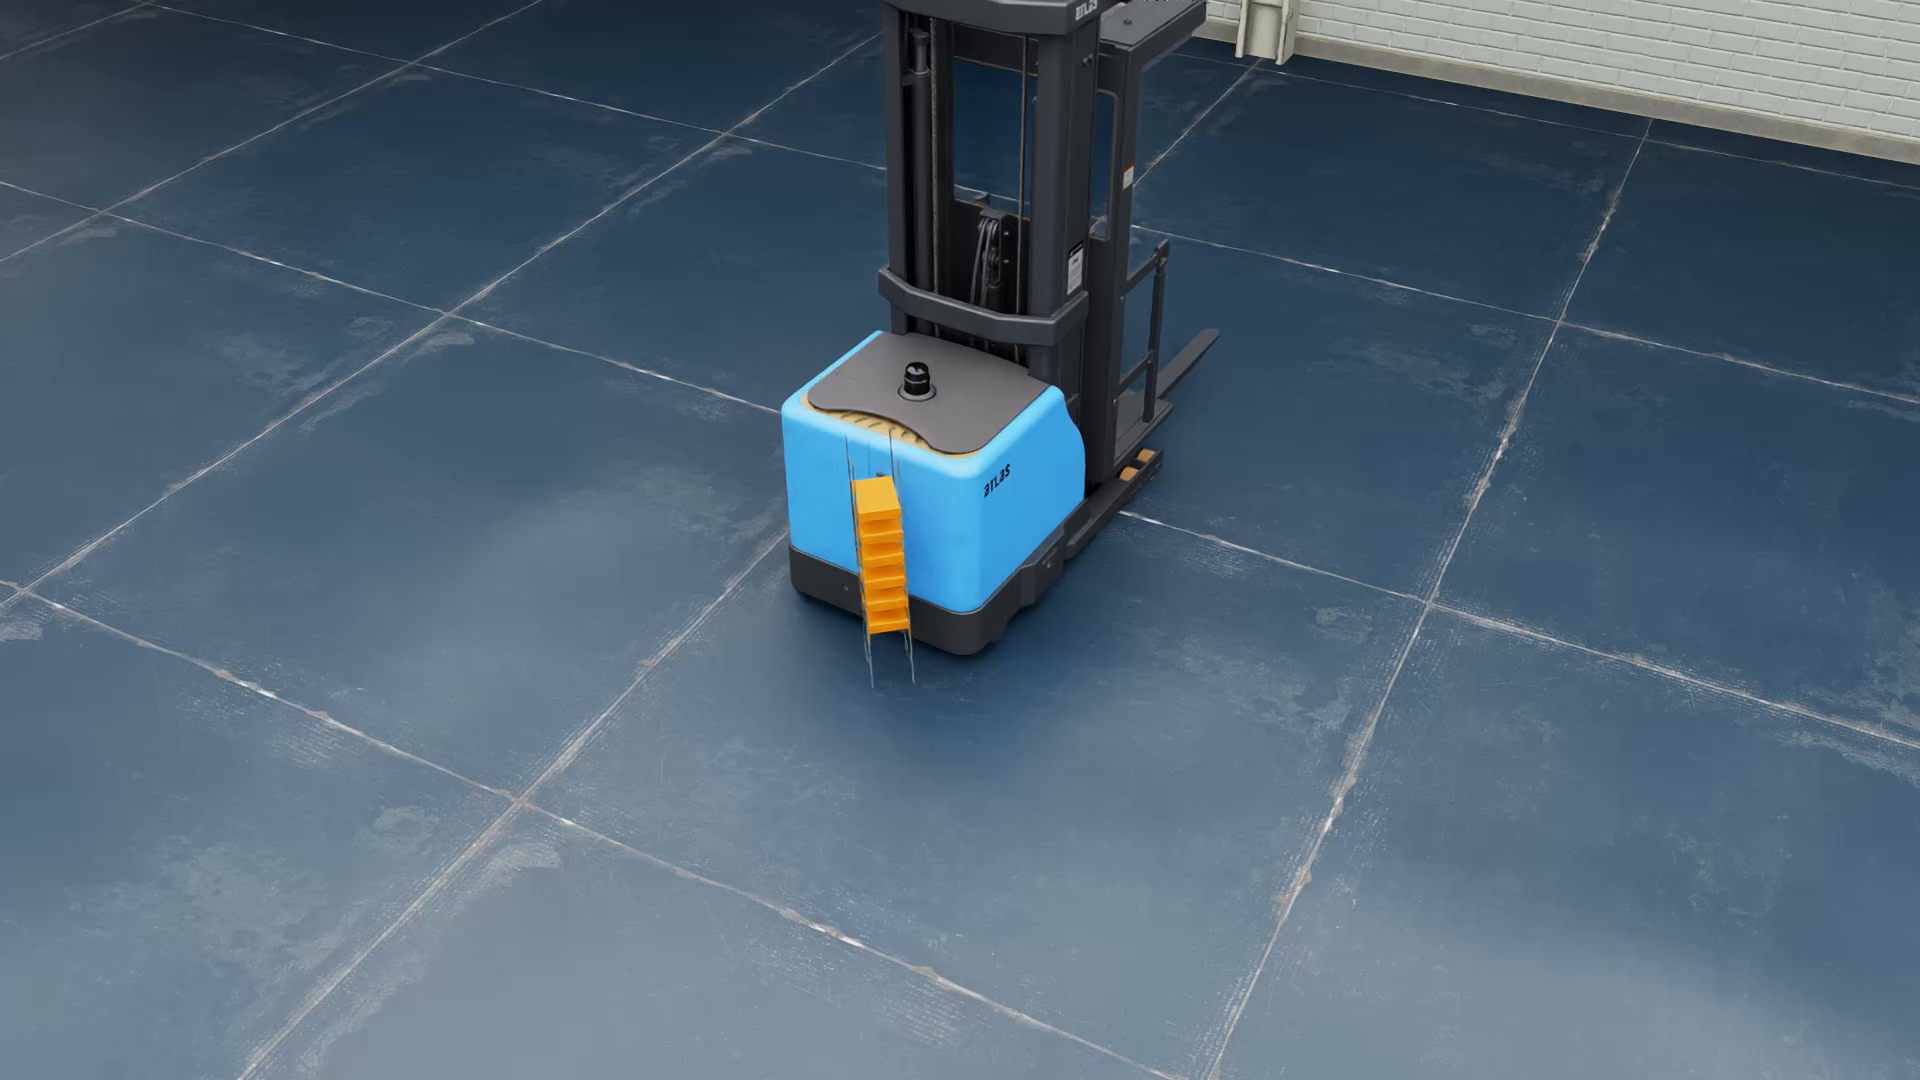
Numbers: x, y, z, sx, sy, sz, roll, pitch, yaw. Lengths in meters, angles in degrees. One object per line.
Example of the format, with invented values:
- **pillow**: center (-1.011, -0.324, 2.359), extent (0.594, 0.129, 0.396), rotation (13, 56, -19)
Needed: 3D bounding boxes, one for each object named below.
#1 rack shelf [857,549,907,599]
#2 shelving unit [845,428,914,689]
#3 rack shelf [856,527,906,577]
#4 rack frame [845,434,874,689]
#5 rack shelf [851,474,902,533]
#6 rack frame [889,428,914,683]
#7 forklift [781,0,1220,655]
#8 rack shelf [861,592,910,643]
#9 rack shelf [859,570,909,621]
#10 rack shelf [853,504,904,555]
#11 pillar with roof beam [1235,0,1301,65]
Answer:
- **rack shelf**: center (-0.338, 0.134, 7.167), extent (0.180, 0.103, 0.258), rotation (-8, 37, -7)
- **shelving unit**: center (-0.339, 0.098, 7.140), extent (0.189, 1.200, 0.258), rotation (-8, 37, -7)
- **rack shelf**: center (-0.342, 0.038, 7.095), extent (0.180, 0.103, 0.258), rotation (-8, 37, -7)
- **rack frame**: center (-0.429, 0.111, 7.129), extent (0.006, 1.200, 0.240), rotation (-8, 37, -7)
- **rack shelf**: center (-0.351, -0.154, 6.951), extent (0.180, 0.103, 0.258), rotation (-8, 37, -7)
- **rack frame**: center (-0.249, 0.086, 7.151), extent (0.006, 1.200, 0.240), rotation (-8, 37, -7)
- **forklift**: center (0.401, -1.513, 7.839), extent (1.130, 2.935, 3.031), rotation (21, 42, 25)
- **rack shelf**: center (-0.329, 0.326, 7.310), extent (0.180, 0.103, 0.258), rotation (-8, 37, -7)
- **rack shelf**: center (-0.333, 0.230, 7.238), extent (0.180, 0.103, 0.258), rotation (-8, 37, -7)
- **rack shelf**: center (-0.346, -0.058, 7.023), extent (0.180, 0.103, 0.258), rotation (-8, 37, -7)
- **pillar with roof beam**: center (0.483, -5.199, 7.676), extent (0.400, 9.000, 9.100), rotation (17, 41, 21)
